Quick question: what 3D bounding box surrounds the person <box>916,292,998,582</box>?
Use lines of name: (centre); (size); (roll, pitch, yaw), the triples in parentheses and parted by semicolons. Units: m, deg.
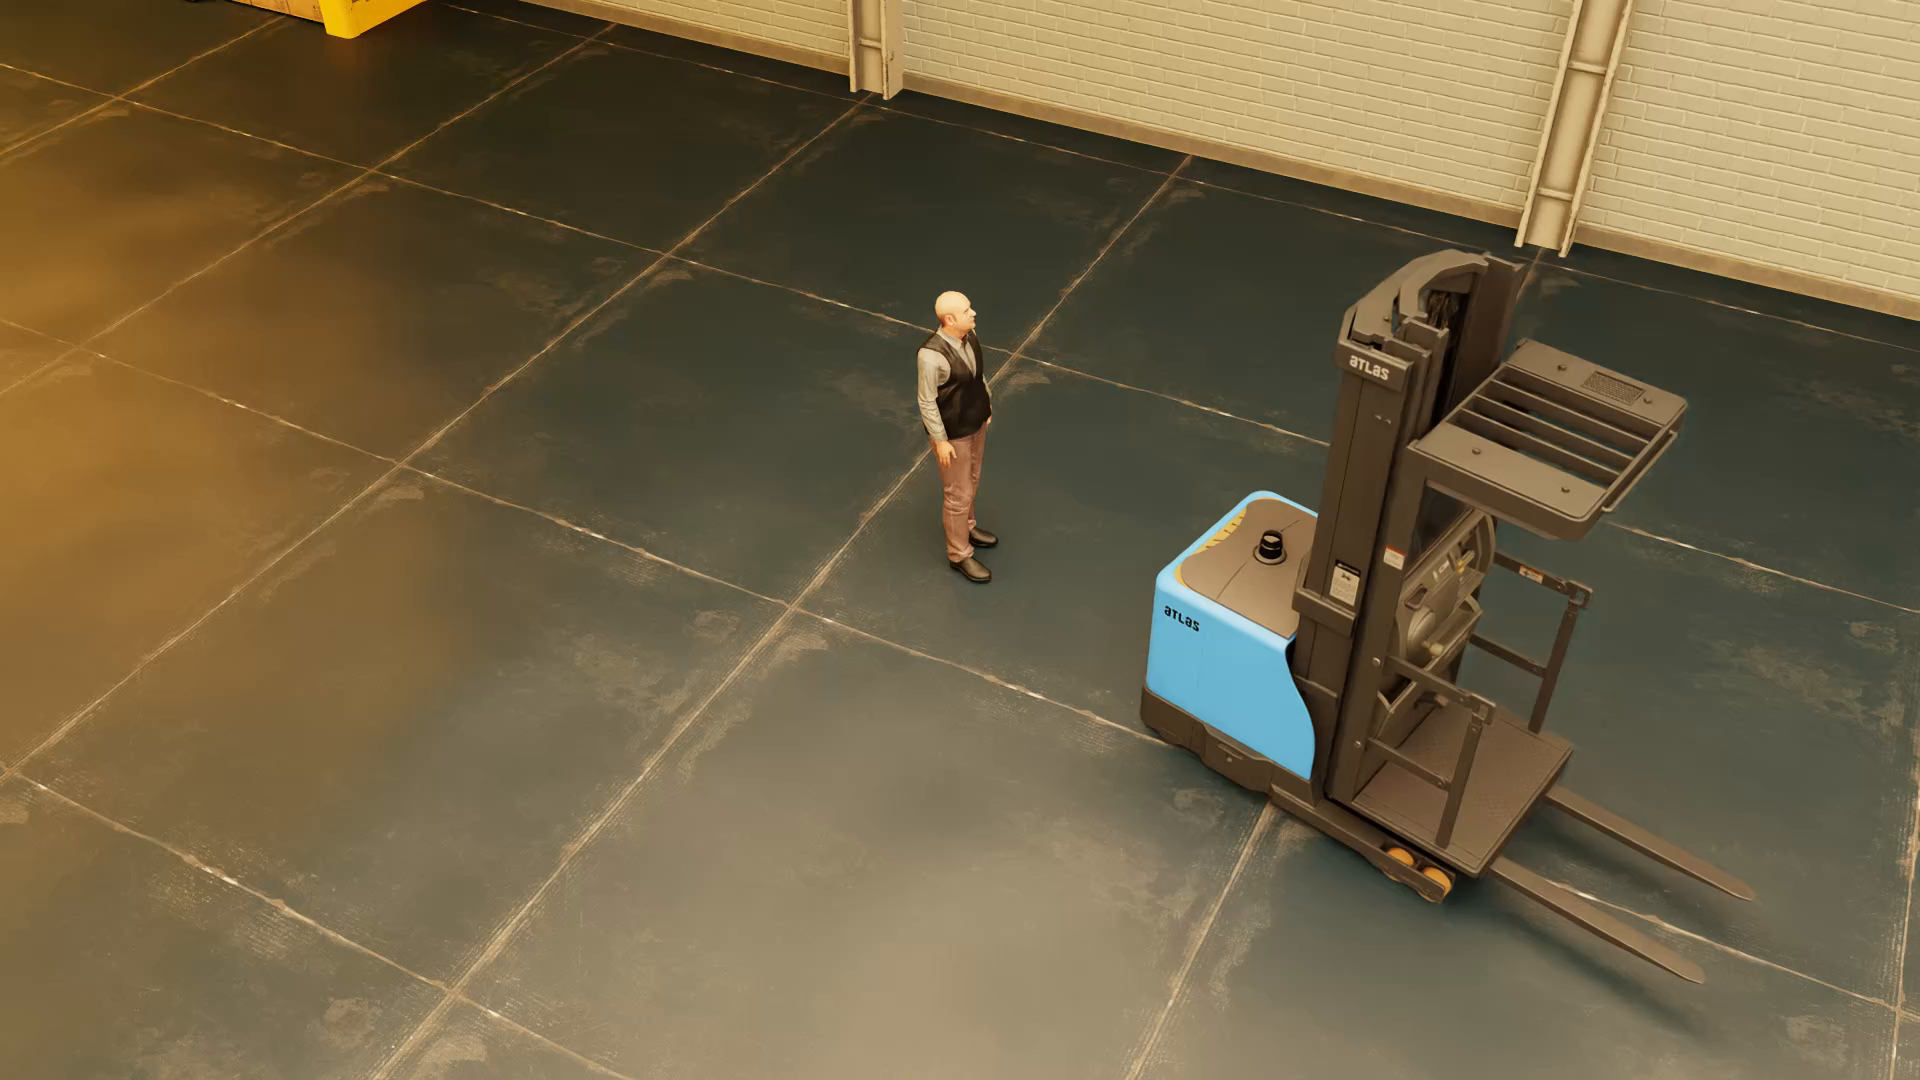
person: (0.053, -0.641, 9.676); (0.566, 1.722, 0.633); (18, 43, 21)

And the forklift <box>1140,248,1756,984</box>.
forklift: (2.425, 0.263, 7.674); (3.031, 2.935, 1.130); (29, 48, 30)
